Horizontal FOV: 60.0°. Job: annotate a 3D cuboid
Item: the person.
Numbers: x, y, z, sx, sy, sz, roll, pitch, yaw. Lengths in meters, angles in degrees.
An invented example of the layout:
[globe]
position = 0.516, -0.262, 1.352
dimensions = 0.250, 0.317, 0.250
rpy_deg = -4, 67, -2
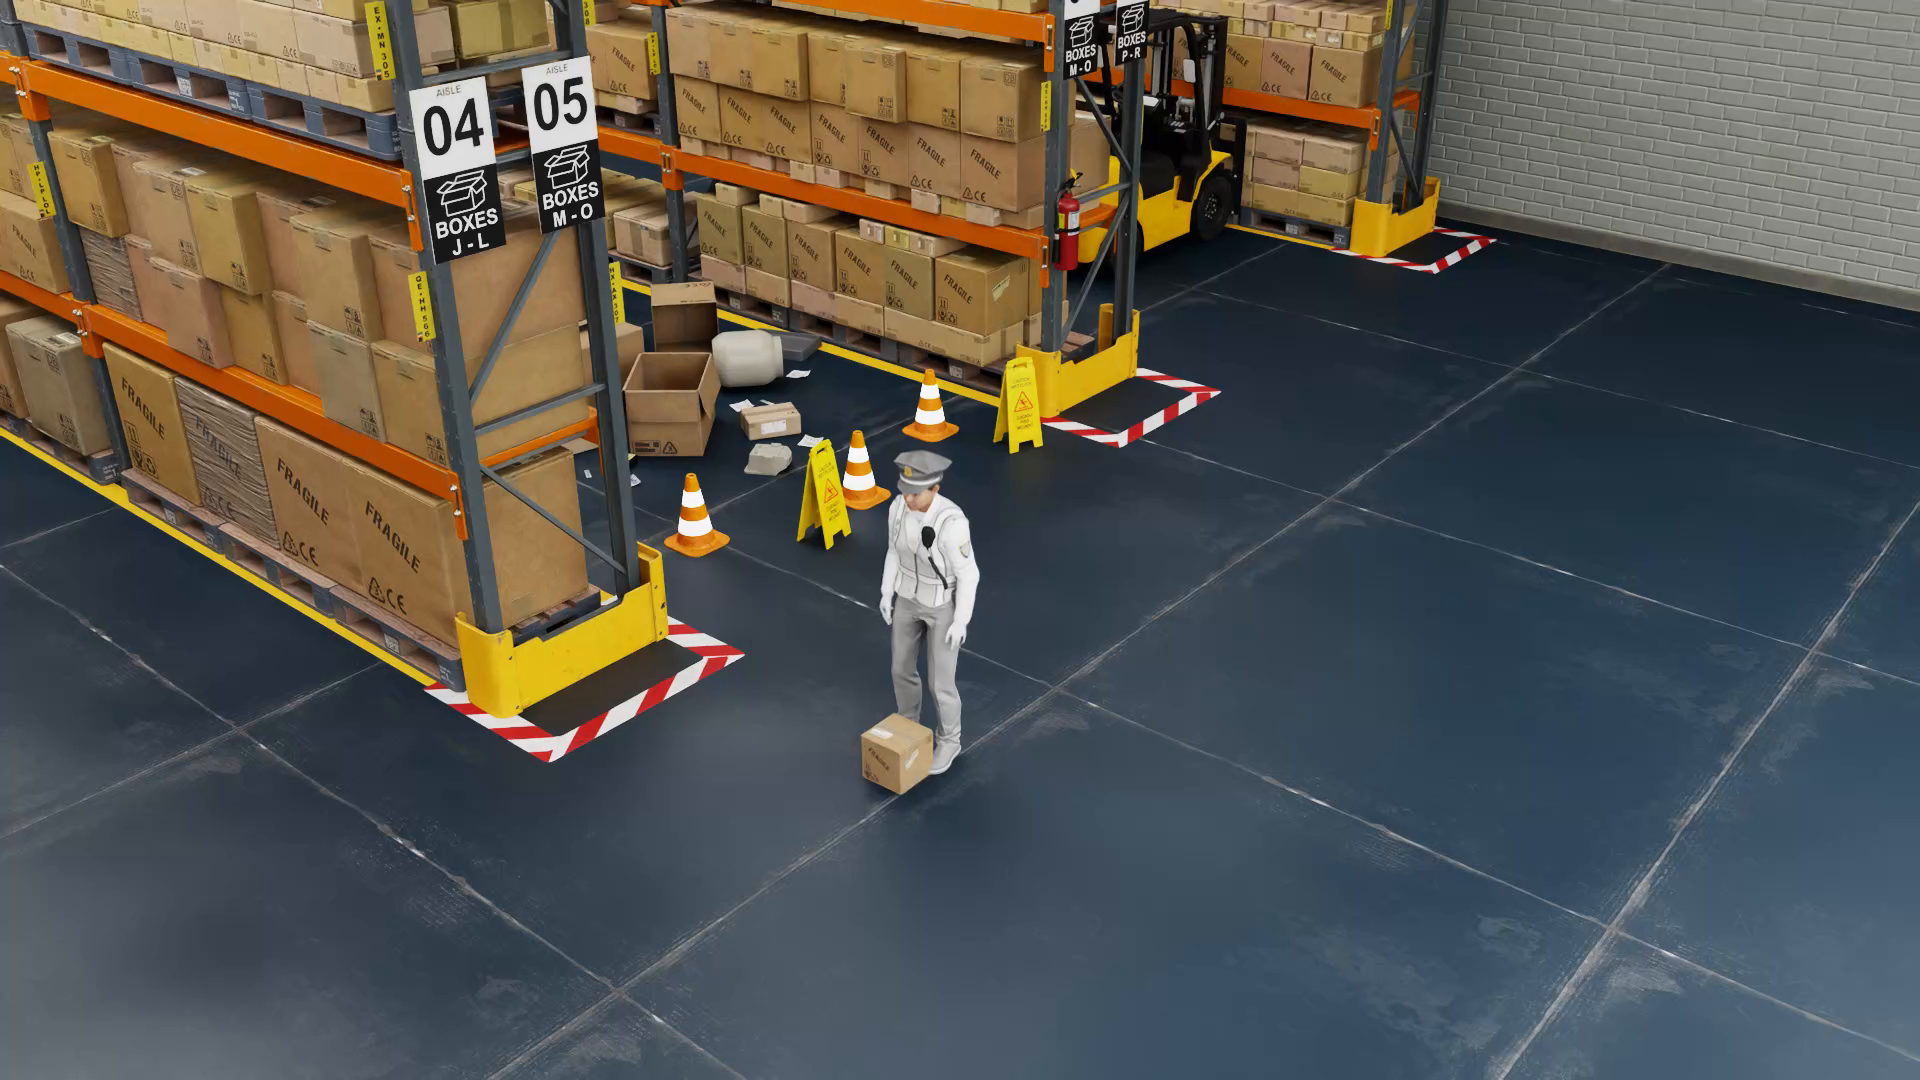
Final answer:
[person]
position = -0.157, 0.330, 7.984
dimensions = 0.520, 1.661, 0.370
rpy_deg = 19, 33, 33
